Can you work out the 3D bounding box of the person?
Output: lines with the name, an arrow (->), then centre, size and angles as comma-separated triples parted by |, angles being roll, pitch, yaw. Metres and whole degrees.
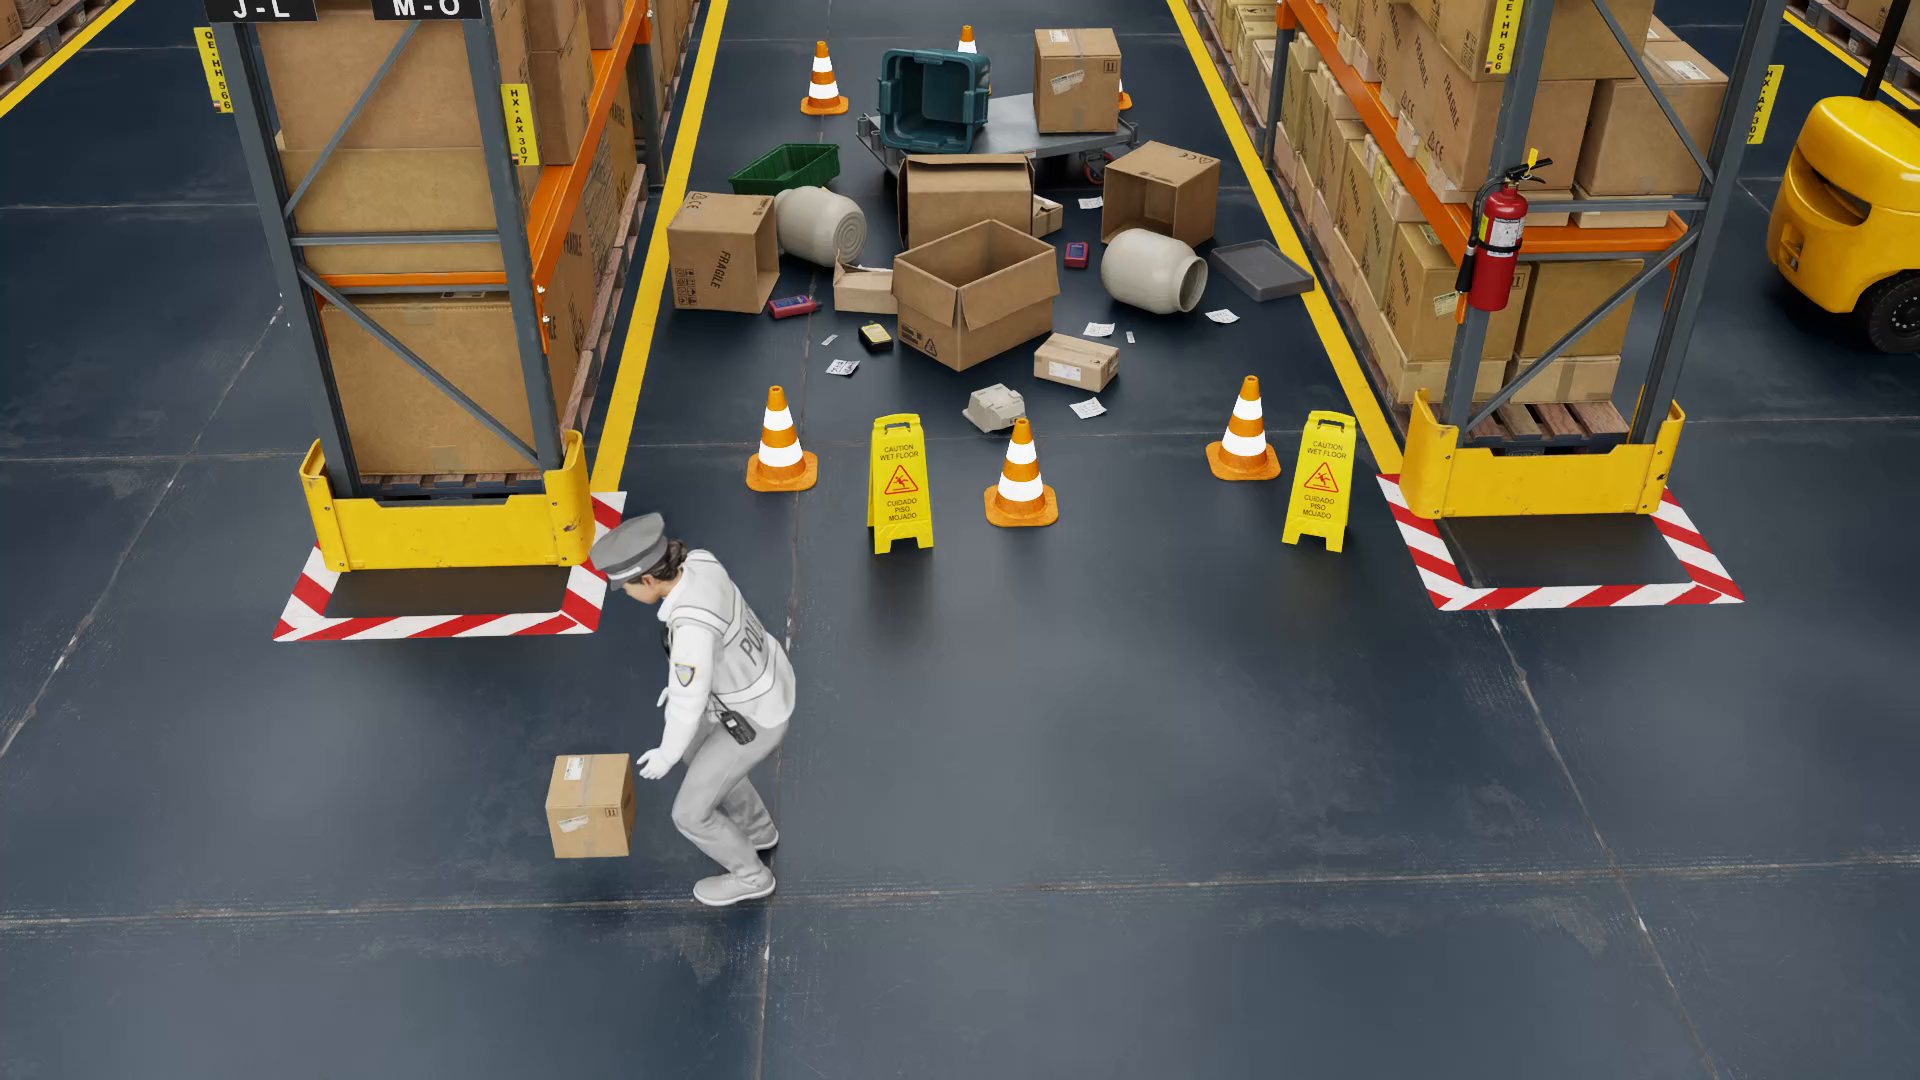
person -> -0.835, 0.574, 5.473 | 0.591, 1.522, 0.526 | -1, 35, -2
